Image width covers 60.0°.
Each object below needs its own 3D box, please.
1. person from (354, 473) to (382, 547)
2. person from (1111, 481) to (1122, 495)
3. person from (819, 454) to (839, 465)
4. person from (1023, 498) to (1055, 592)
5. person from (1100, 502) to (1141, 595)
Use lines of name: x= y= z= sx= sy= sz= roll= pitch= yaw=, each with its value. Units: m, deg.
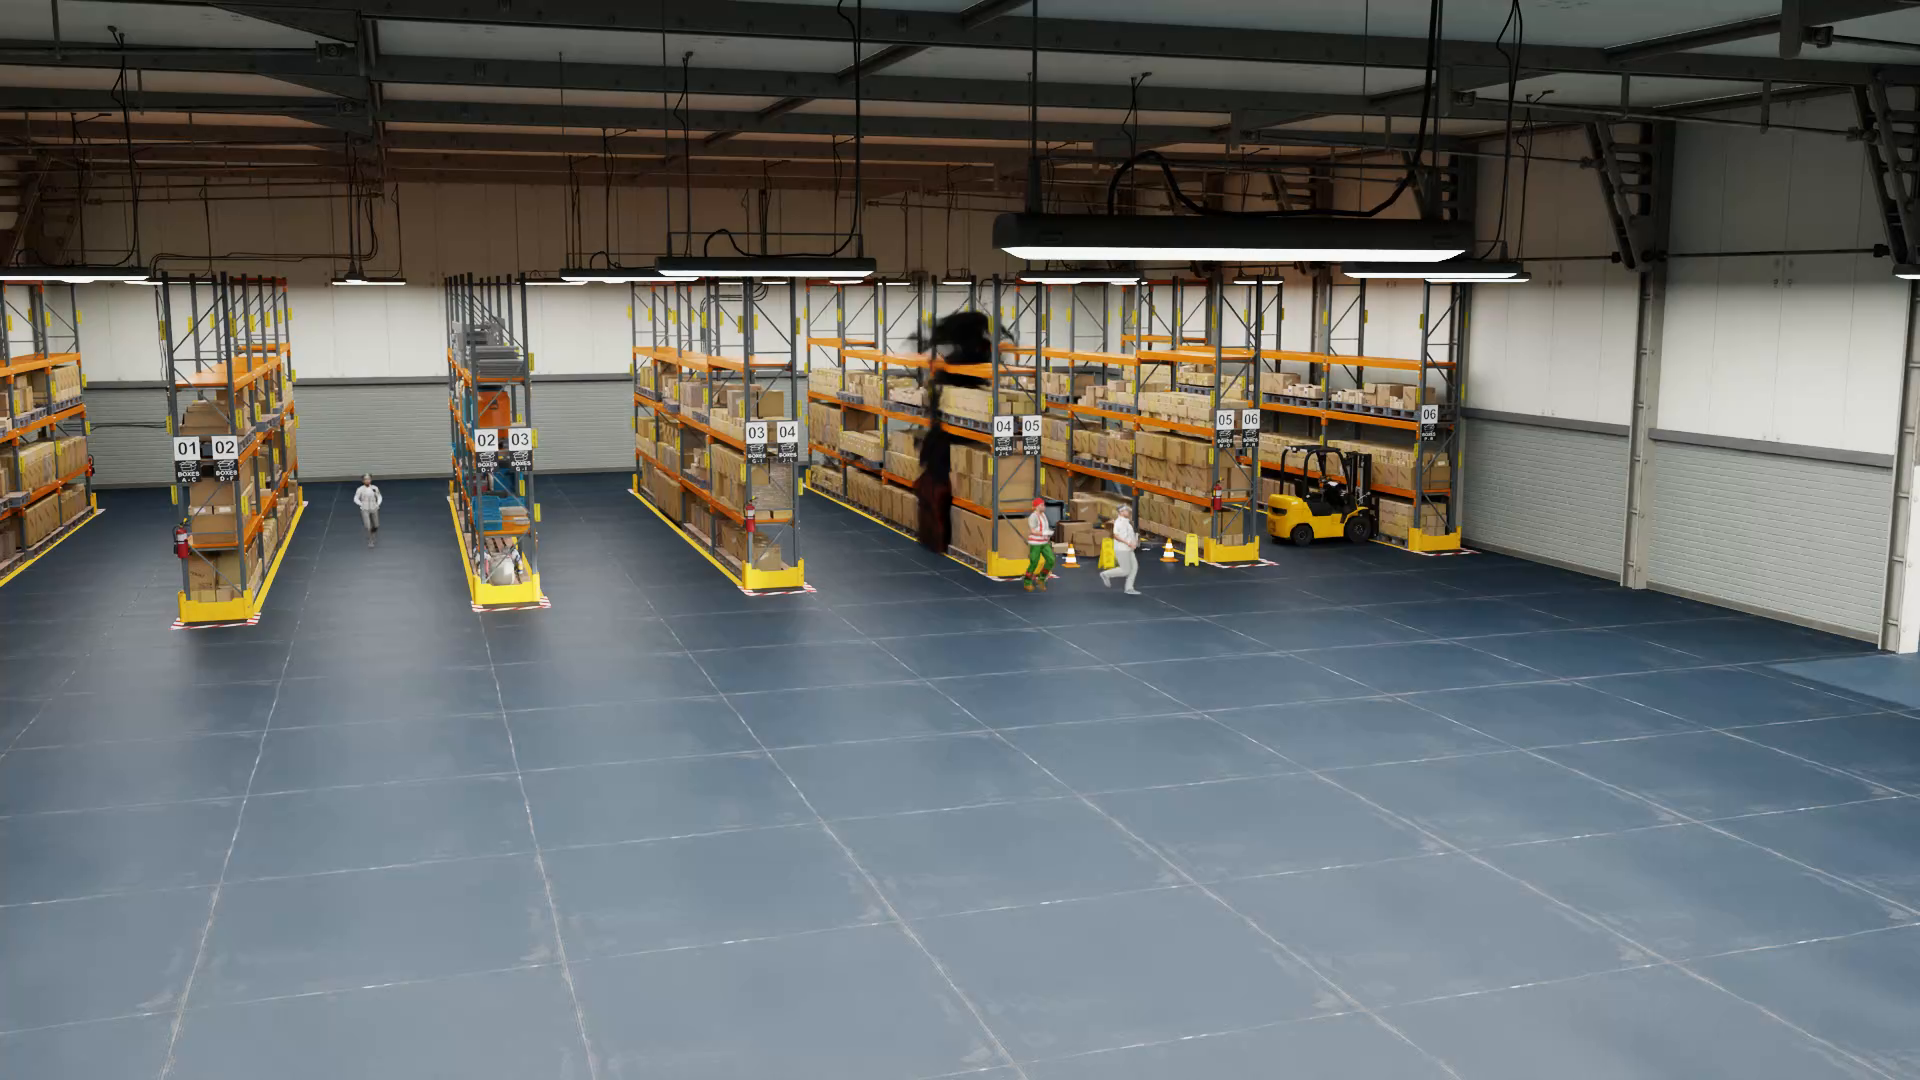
person: x=-13.154 y=-0.669 z=37.025 sx=0.611 sy=1.649 sz=0.569 roll=-5 pitch=10 yaw=-28
person: x=4.245 y=-1.998 z=45.471 sx=0.669 sy=1.787 sz=0.720 roll=-6 pitch=10 yaw=-33
person: x=-3.928 y=-2.591 z=49.917 sx=0.926 sy=1.642 sz=0.729 roll=0 pitch=9 yaw=2
person: x=1.534 y=0.095 z=31.565 sx=0.679 sy=1.798 sz=0.662 roll=7 pitch=11 yaw=37
person: x=3.046 y=0.158 z=31.293 sx=0.775 sy=1.757 sz=0.663 roll=3 pitch=9 yaw=18
